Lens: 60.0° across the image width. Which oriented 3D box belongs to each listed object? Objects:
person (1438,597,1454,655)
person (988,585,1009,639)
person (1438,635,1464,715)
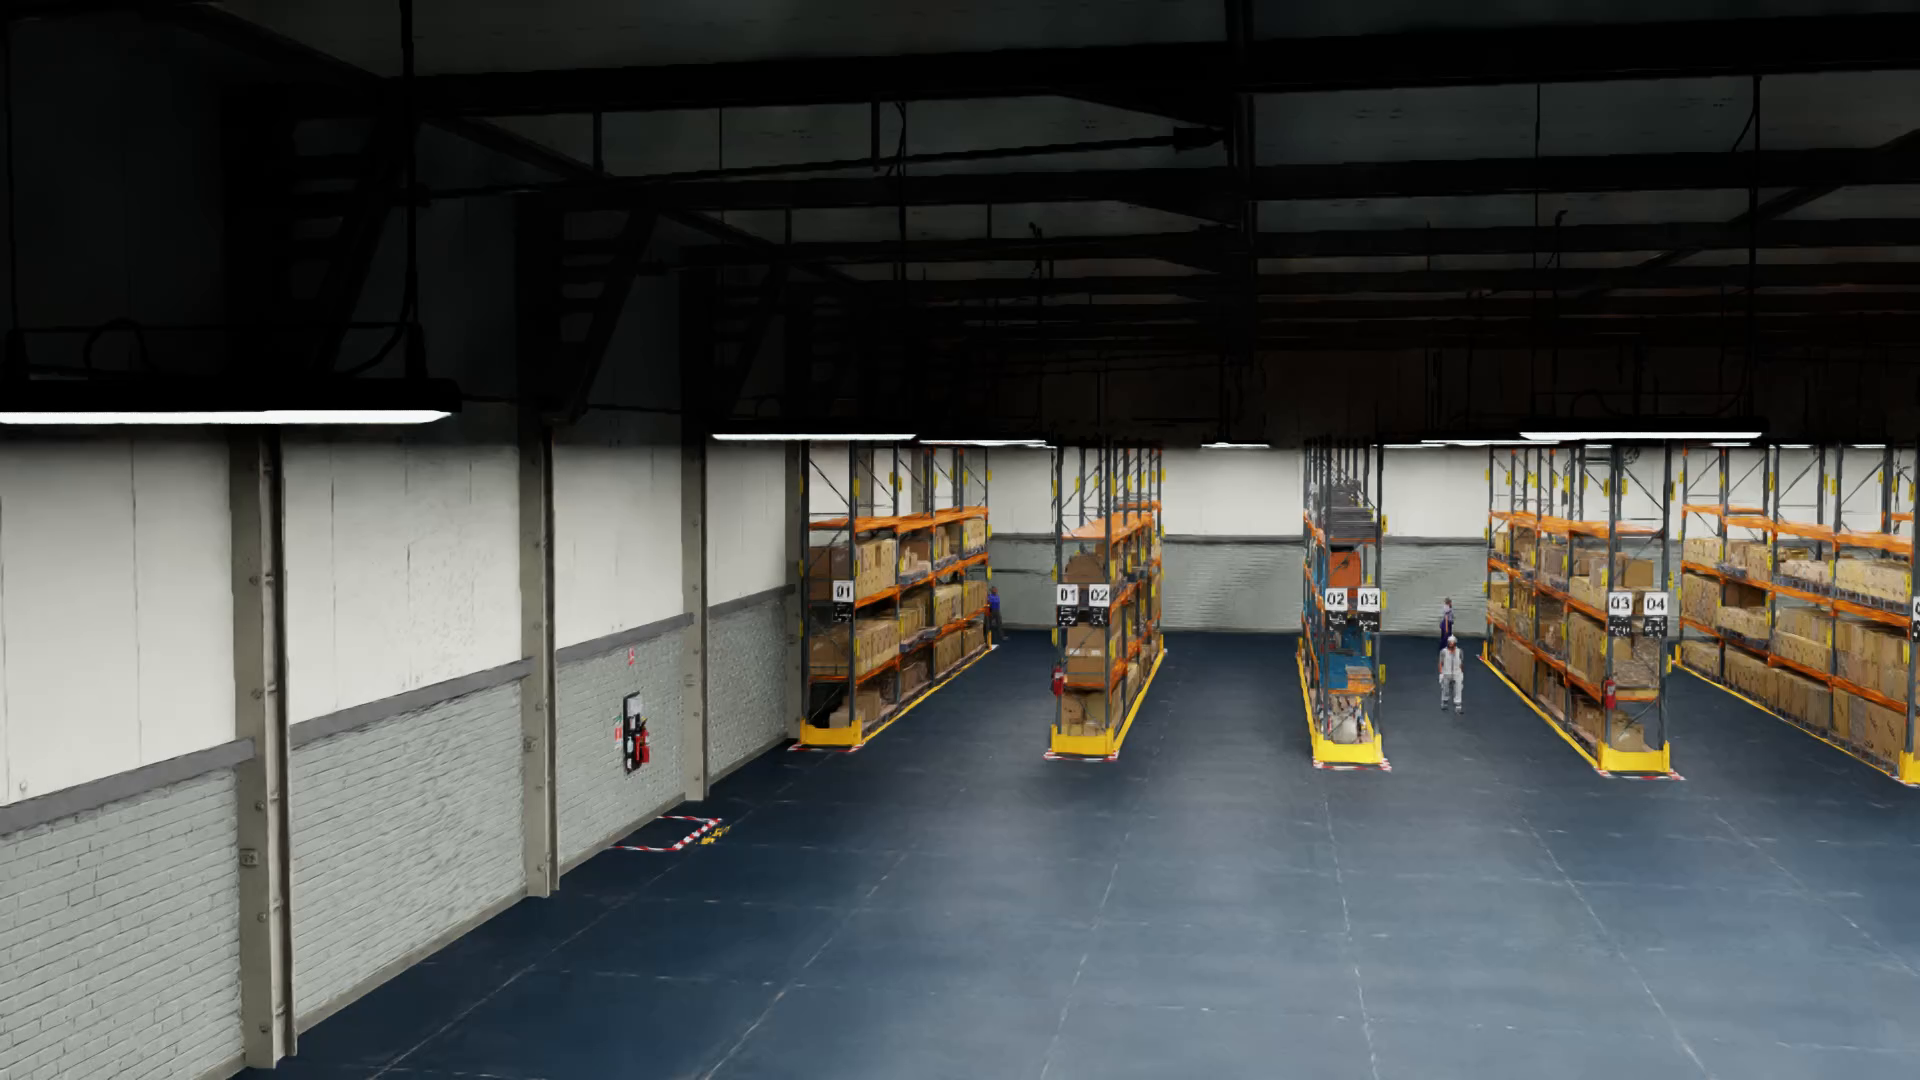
[{"bbox_3d":[13.540,2.398,46.219,0.493,1.644,0.609,1,3,14],"label":"person"},{"bbox_3d":[1.054,2.182,50.087,0.697,1.647,0.560,-3,4,-42],"label":"person"},{"bbox_3d":[10.636,2.900,35.993,0.557,1.704,1.113,0,3,9],"label":"person"}]
